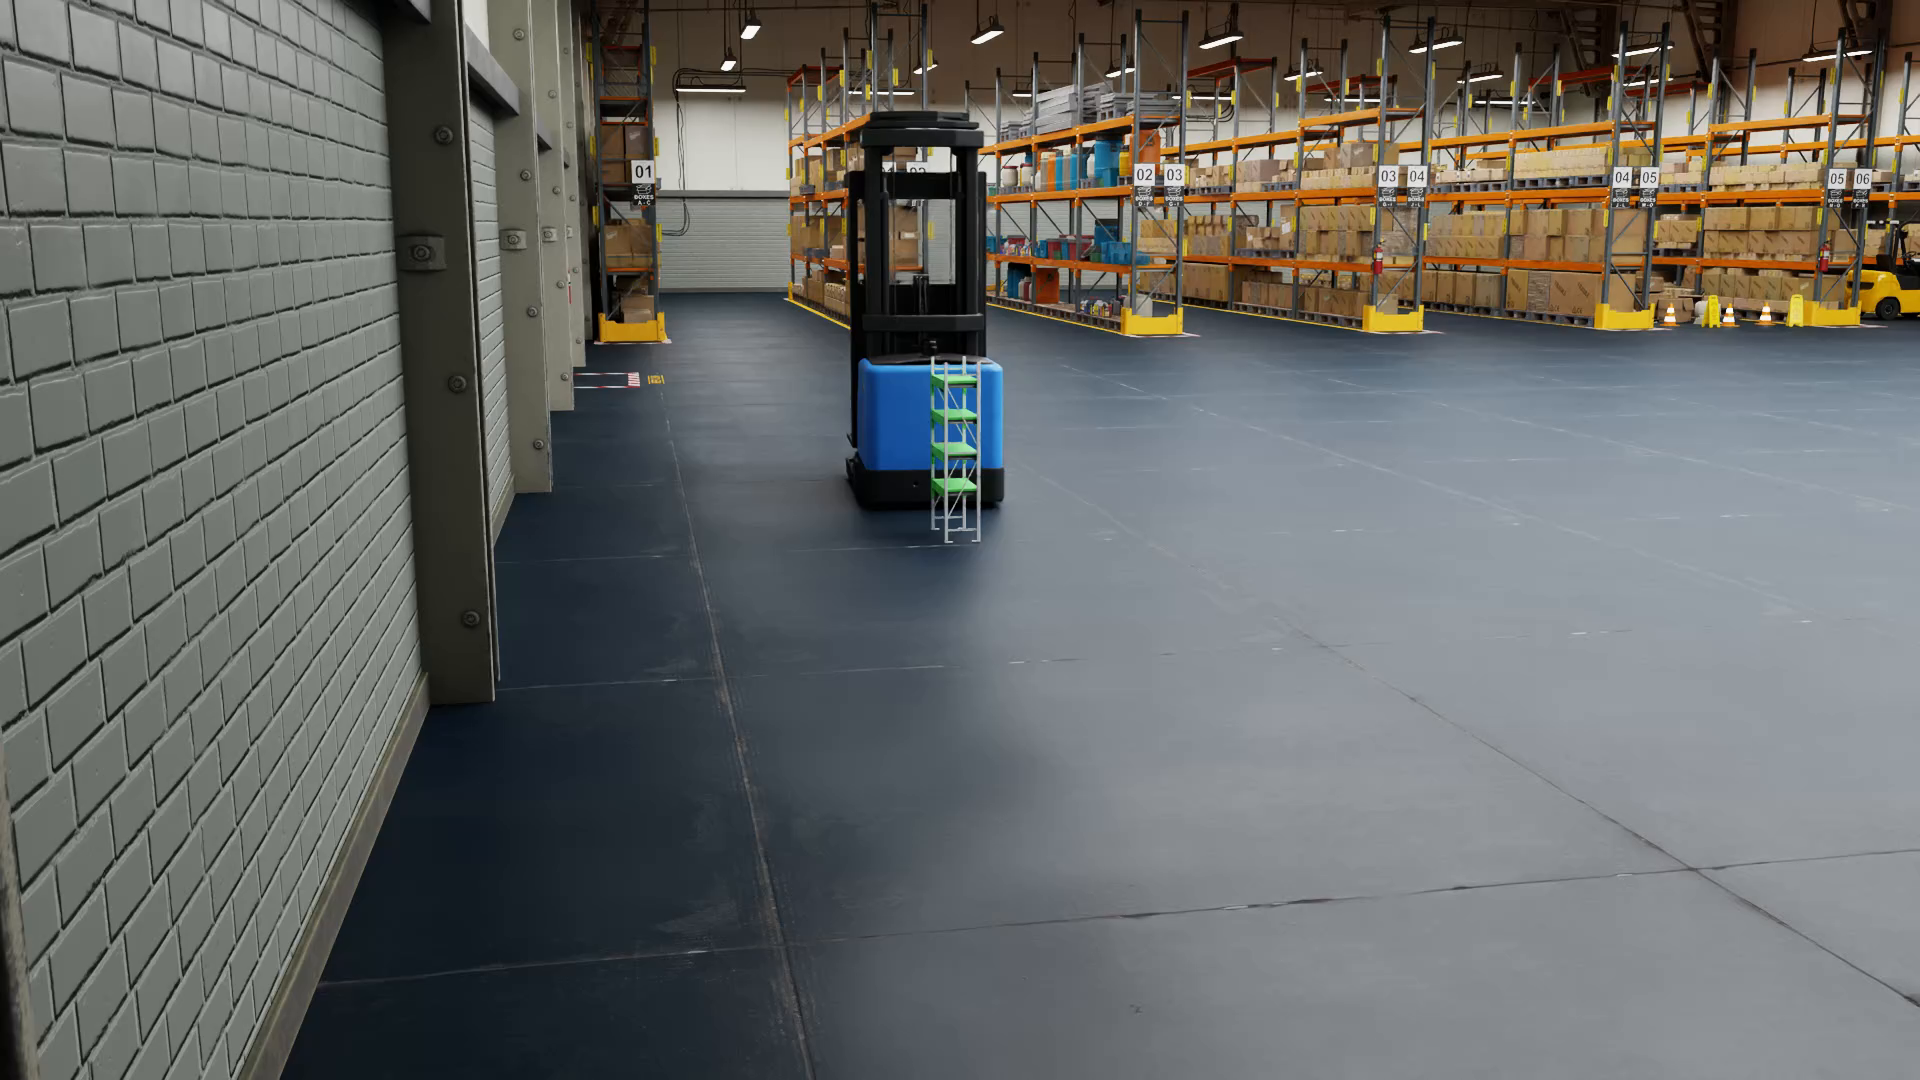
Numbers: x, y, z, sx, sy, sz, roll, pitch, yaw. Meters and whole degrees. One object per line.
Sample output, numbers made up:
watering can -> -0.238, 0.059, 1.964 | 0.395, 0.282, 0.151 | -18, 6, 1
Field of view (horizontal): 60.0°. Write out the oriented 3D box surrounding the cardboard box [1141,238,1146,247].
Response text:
cardboard box -> 5.447, -8.444, 47.145 | 0.500, 0.250, 0.500 | -2, 11, -12

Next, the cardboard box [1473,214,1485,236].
cardboard box -> 12.428, -7.344, 38.816 | 0.700, 0.500, 0.500 | -2, 11, -11

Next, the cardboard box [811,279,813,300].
cardboard box -> -3.459, -6.265, 41.597 | 0.500, 0.500, 0.500 | -2, 11, -10

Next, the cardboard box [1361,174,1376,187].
cardboard box -> 8.280, -7.109, 32.904 | 0.500, 0.250, 0.500 | -2, 11, -10

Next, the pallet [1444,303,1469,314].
pallet -> 12.265, -5.519, 39.627 | 1.003, 0.211, 1.213 | -2, 11, -11

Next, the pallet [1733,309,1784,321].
pallet -> 17.972, -5.008, 36.945 | 1.003, 0.211, 1.213 | -2, 11, -11

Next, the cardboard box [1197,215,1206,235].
cardboard box -> 6.544, -8.130, 42.937 | 0.797, 0.503, 0.637 | -2, 11, -10

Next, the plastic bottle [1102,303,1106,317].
plastic bottle -> 2.937, -4.673, 33.816 | 0.061, 0.283, 0.133 | -2, 11, -10

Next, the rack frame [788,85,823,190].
rack frame -> -4.207, -11.152, 45.722 | 1.000, 3.000, 0.127 | -2, 11, -11

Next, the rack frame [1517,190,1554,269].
rack frame -> 16.010, -8.191, 46.211 | 1.000, 3.000, 0.127 | -2, 11, -11

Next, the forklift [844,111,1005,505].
forklift -> -0.363, -1.932, 13.507 | 1.130, 2.935, 3.031 | -1, 11, -7

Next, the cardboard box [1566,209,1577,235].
cardboard box -> 13.301, -6.671, 34.933 | 0.875, 0.550, 0.550 | -2, 11, -11

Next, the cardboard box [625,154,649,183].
cardboard box -> -5.773, -6.693, 29.994 | 0.500, 0.500, 0.500 | -2, 11, -10

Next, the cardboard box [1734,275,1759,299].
cardboard box -> 17.631, -5.637, 37.017 | 0.500, 0.500, 0.500 | -2, 11, -8

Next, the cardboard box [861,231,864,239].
cardboard box -> -1.756, -6.079, 33.113 | 0.380, 0.149, 0.250 | -2, 11, -13

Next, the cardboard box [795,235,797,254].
cardboard box -> -4.179, -7.977, 44.816 | 0.500, 0.500, 0.500 | -2, 11, -11

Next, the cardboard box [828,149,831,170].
cardboard box -> -2.829, -8.925, 39.104 | 0.500, 0.500, 0.500 | -2, 11, -11

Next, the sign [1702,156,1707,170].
sign -> 17.022, -8.624, 38.027 | 0.100, 0.325, 0.005 | -2, 11, -11

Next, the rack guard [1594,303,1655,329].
rack guard -> 13.513, -4.560, 33.816 | 1.175, 0.500, 0.348 | -2, 11, -11

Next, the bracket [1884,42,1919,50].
bracket -> 23.031, -11.583, 38.361 | 0.076, 0.066, 4.783 | -2, 11, -11

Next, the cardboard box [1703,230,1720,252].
cardboard box -> 17.378, -6.829, 37.988 | 0.500, 0.500, 0.500 | -2, 11, -11

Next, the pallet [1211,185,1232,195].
pallet -> 6.890, -8.594, 40.811 | 1.213, 0.211, 1.003 | -2, 11, -8

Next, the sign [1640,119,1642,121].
sign -> 20.648, -12.606, 50.441 | 0.100, 0.325, 0.005 | -2, 11, -11

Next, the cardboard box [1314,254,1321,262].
cardboard box -> 7.770, -6.006, 35.401 | 0.380, 0.149, 0.250 | -2, 11, -11

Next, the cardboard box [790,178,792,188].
cardboard box -> -4.362, -9.747, 45.425 | 0.500, 0.250, 0.500 | -2, 11, -11

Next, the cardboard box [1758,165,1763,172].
cardboard box -> 17.690, -8.114, 36.323 | 0.380, 0.149, 0.250 | -2, 11, -10

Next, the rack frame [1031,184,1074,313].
rack frame -> 2.209, -6.917, 39.517 | 1.000, 3.000, 0.127 | -2, 11, -11

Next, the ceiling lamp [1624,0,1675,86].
ceiling lamp -> 18.885, -13.954, 44.829 | 0.800, 3.185, 2.000 | -2, 11, -11

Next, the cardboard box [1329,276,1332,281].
cardboard box -> 10.588, -7.334, 46.618 | 0.380, 0.149, 0.250 | -3, 11, -14

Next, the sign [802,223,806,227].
sign -> -3.960, -7.876, 42.237 | 0.100, 0.325, 0.005 | -2, 11, -11

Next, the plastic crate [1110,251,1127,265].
plastic crate -> 3.253, -5.577, 32.874 | 0.499, 0.251, 0.408 | -2, 11, -11

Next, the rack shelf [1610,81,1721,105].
rack shelf -> 20.489, -12.966, 48.286 | 1.077, 0.370, 4.000 | -2, 11, -11

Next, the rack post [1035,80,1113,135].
rack post -> 2.519, -9.587, 36.964 | 1.013, 1.000, 3.121 | -2, 11, -11

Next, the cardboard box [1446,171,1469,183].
cardboard box -> 11.974, -8.682, 39.777 | 0.500, 0.250, 0.500 | -2, 11, -9

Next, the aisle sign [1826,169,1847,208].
aisle sign -> 18.071, -7.246, 34.290 | 0.394, 0.787, 0.004 | -2, 11, -11

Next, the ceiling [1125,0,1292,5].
ceiling -> 8.380, -16.553, 50.033 | 6.000, 0.001, 6.000 | -2, 11, -11

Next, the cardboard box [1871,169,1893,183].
cardboard box -> 22.054, -8.714, 39.785 | 0.500, 0.311, 0.500 | -2, 11, -13

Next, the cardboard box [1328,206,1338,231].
cardboard box -> 7.987, -6.684, 34.553 | 0.500, 0.500, 0.500 | -2, 11, -11

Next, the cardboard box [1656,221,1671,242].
cardboard box -> 17.059, -7.388, 39.803 | 0.500, 0.500, 0.500 | -2, 11, -9

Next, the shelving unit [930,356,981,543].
shelving unit -> -0.032, -0.620, 11.244 | 0.258, 1.200, 0.503 | -2, 11, -11

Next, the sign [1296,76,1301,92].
sign -> 7.302, -9.826, 35.834 | 0.100, 0.325, 0.005 | -2, 11, -11

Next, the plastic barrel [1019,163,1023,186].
plastic barrel -> 1.807, -9.263, 42.194 | 0.600, 0.588, 0.600 | 0, 11, 0

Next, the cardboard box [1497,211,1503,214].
cardboard box -> 15.503, -9.284, 47.276 | 0.380, 0.149, 0.250 | -2, 11, -11

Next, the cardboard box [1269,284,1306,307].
cardboard box -> 7.563, -5.656, 38.400 | 0.700, 0.500, 0.500 | -3, 11, -16

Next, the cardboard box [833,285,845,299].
cardboard box -> -2.529, -5.478, 36.687 | 0.500, 0.311, 0.500 | -2, 11, -12

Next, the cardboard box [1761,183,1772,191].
cardboard box -> 17.658, -7.676, 36.153 | 0.380, 0.149, 0.250 | -2, 11, -12

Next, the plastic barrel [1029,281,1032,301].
plastic barrel -> 1.899, -6.091, 40.706 | 0.421, 0.512, 0.421 | 0, 11, 0

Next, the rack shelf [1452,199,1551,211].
rack shelf -> 15.621, -9.678, 47.925 | 1.077, 0.370, 4.000 | -2, 11, -11

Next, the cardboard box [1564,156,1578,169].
cardboard box -> 12.945, -7.857, 34.646 | 0.500, 0.250, 0.500 | -2, 11, -11

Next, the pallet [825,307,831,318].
pallet -> -2.529, -5.216, 38.034 | 1.003, 0.211, 1.213 | -2, 11, -11

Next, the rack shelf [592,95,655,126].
rack shelf -> -6.342, -8.049, 31.349 | 1.077, 0.370, 4.000 | -2, 11, -11
